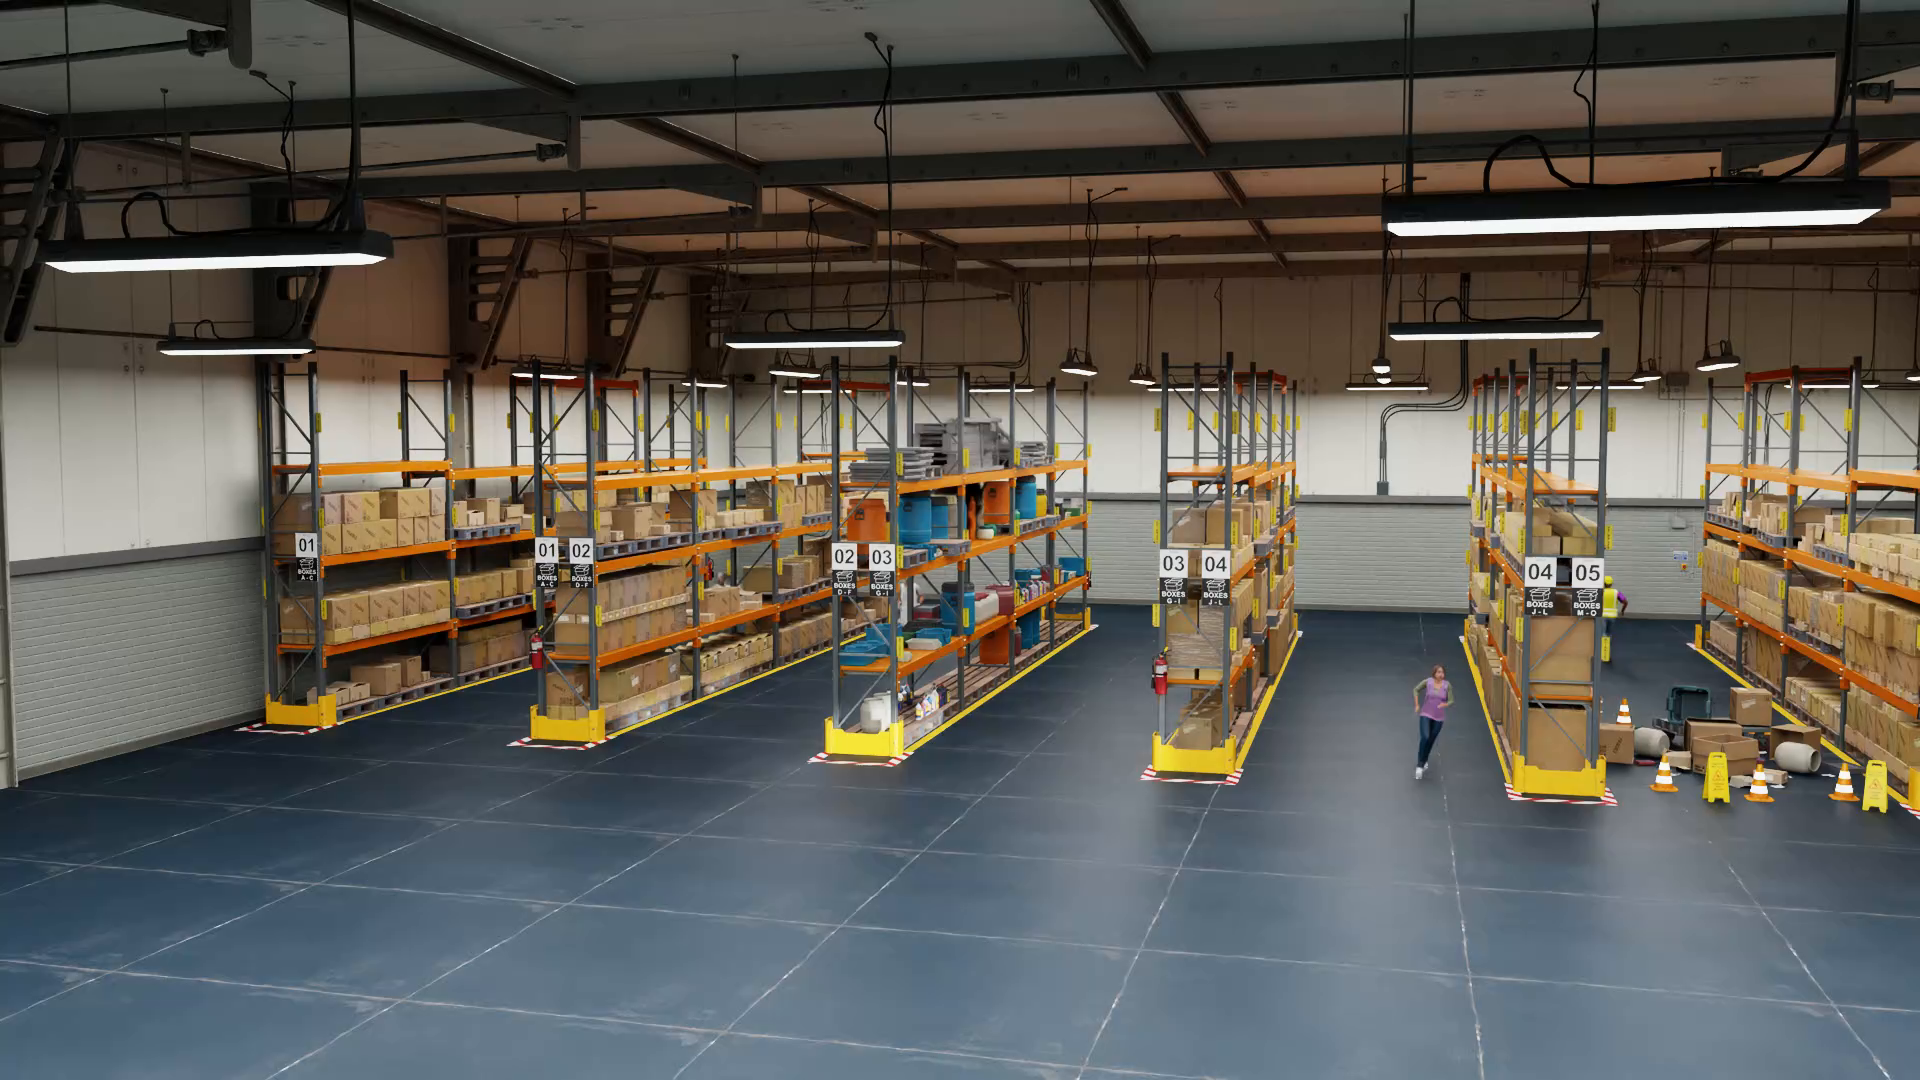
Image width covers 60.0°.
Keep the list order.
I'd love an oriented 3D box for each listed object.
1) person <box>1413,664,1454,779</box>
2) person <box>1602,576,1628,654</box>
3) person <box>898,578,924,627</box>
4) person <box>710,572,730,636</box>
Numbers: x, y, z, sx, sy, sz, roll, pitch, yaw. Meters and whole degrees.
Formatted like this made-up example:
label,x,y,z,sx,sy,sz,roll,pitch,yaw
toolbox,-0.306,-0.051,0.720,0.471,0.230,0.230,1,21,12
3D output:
label,x,y,z,sx,sy,sz,roll,pitch,yaw
person,6.734,2.550,23.693,0.565,1.602,0.766,0,4,6
person,13.618,1.628,35.020,0.699,1.756,0.988,0,4,6
person,-1.139,1.552,36.788,0.657,1.742,0.602,1,4,8
person,-5.242,1.566,36.375,0.710,1.757,0.563,1,4,19
